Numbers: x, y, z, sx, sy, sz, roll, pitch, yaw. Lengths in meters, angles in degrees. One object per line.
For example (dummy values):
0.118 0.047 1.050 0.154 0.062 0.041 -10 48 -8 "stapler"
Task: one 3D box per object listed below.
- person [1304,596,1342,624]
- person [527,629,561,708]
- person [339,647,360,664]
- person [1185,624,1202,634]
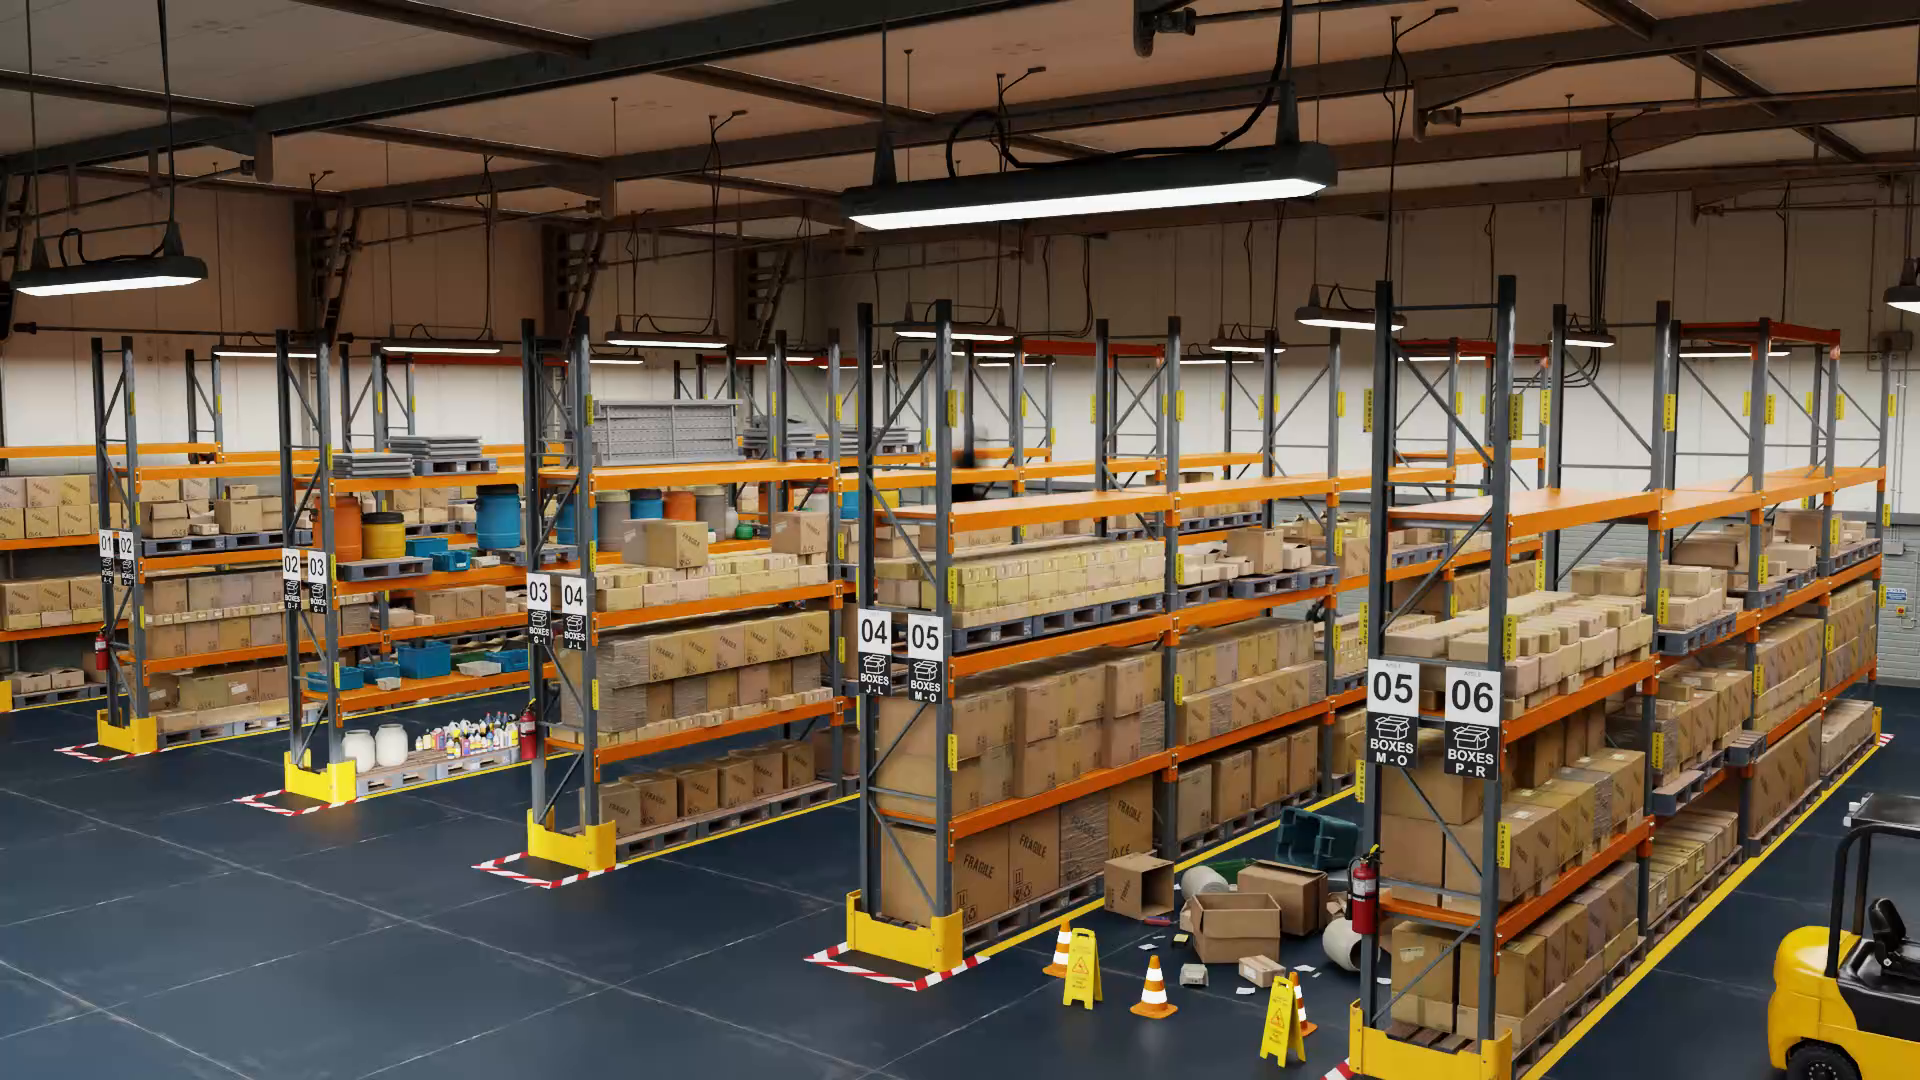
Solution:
6.454 1.750 29.640 0.714 1.674 0.776 2 5 22 "person"
-6.712 1.953 26.715 0.664 1.779 0.954 3 6 30 "person"
-10.972 1.742 29.709 0.597 1.654 0.854 3 6 29 "person"
3.249 2.006 23.201 0.612 1.725 0.848 3 6 33 "person"
